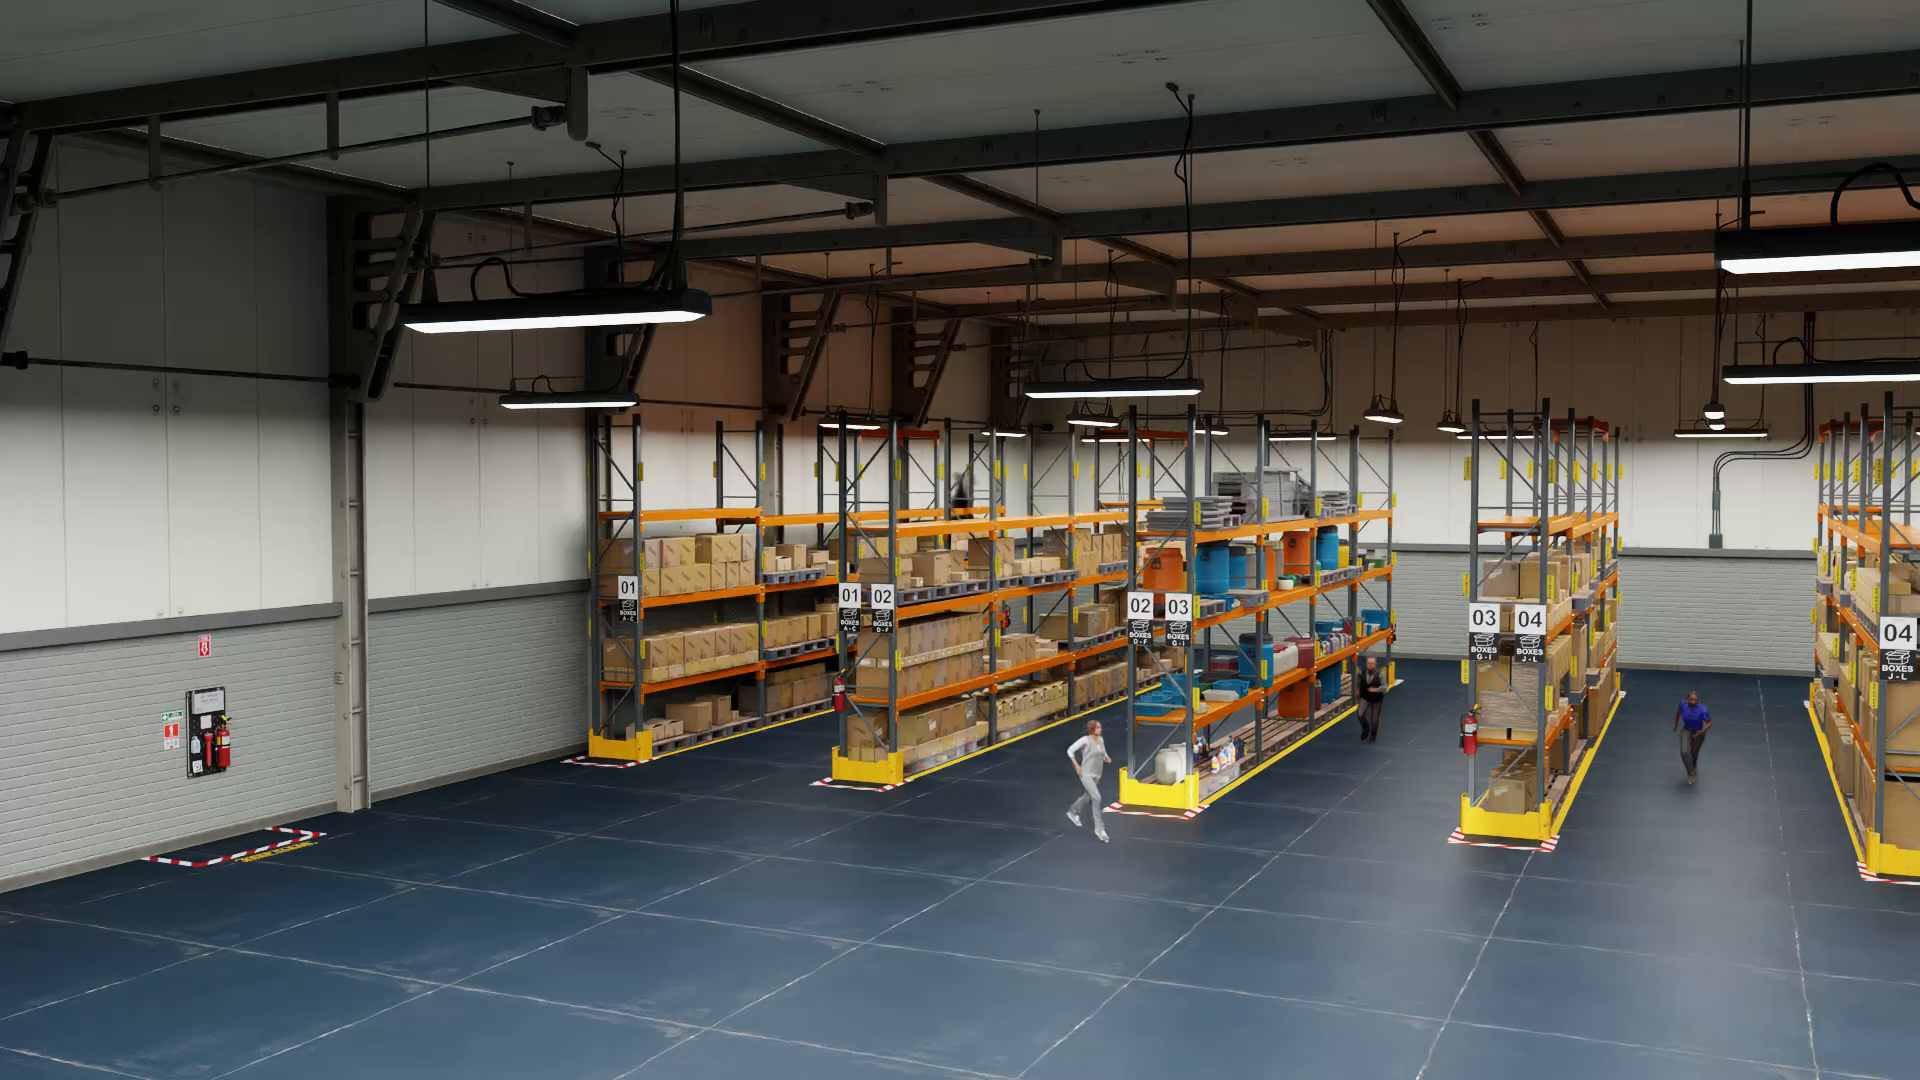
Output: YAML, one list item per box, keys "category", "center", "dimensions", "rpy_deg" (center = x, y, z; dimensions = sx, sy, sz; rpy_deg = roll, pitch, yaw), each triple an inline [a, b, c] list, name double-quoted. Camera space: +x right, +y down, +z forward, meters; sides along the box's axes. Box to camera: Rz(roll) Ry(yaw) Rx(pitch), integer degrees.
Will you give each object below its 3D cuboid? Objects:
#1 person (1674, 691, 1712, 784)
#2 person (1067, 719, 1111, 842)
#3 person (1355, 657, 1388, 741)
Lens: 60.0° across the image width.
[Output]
- category: "person"
  center: [11.848, 3.136, 26.860]
  dimensions: [0.587, 1.508, 0.981]
  rpy_deg: [1, 3, 29]
- category: "person"
  center: [1.746, 3.260, 22.816]
  dimensions: [0.565, 1.618, 0.869]
  rpy_deg: [-2, 3, -43]
- category: "person"
  center: [7.554, 2.932, 30.580]
  dimensions: [0.653, 1.590, 0.960]
  rpy_deg: [1, 3, 21]
